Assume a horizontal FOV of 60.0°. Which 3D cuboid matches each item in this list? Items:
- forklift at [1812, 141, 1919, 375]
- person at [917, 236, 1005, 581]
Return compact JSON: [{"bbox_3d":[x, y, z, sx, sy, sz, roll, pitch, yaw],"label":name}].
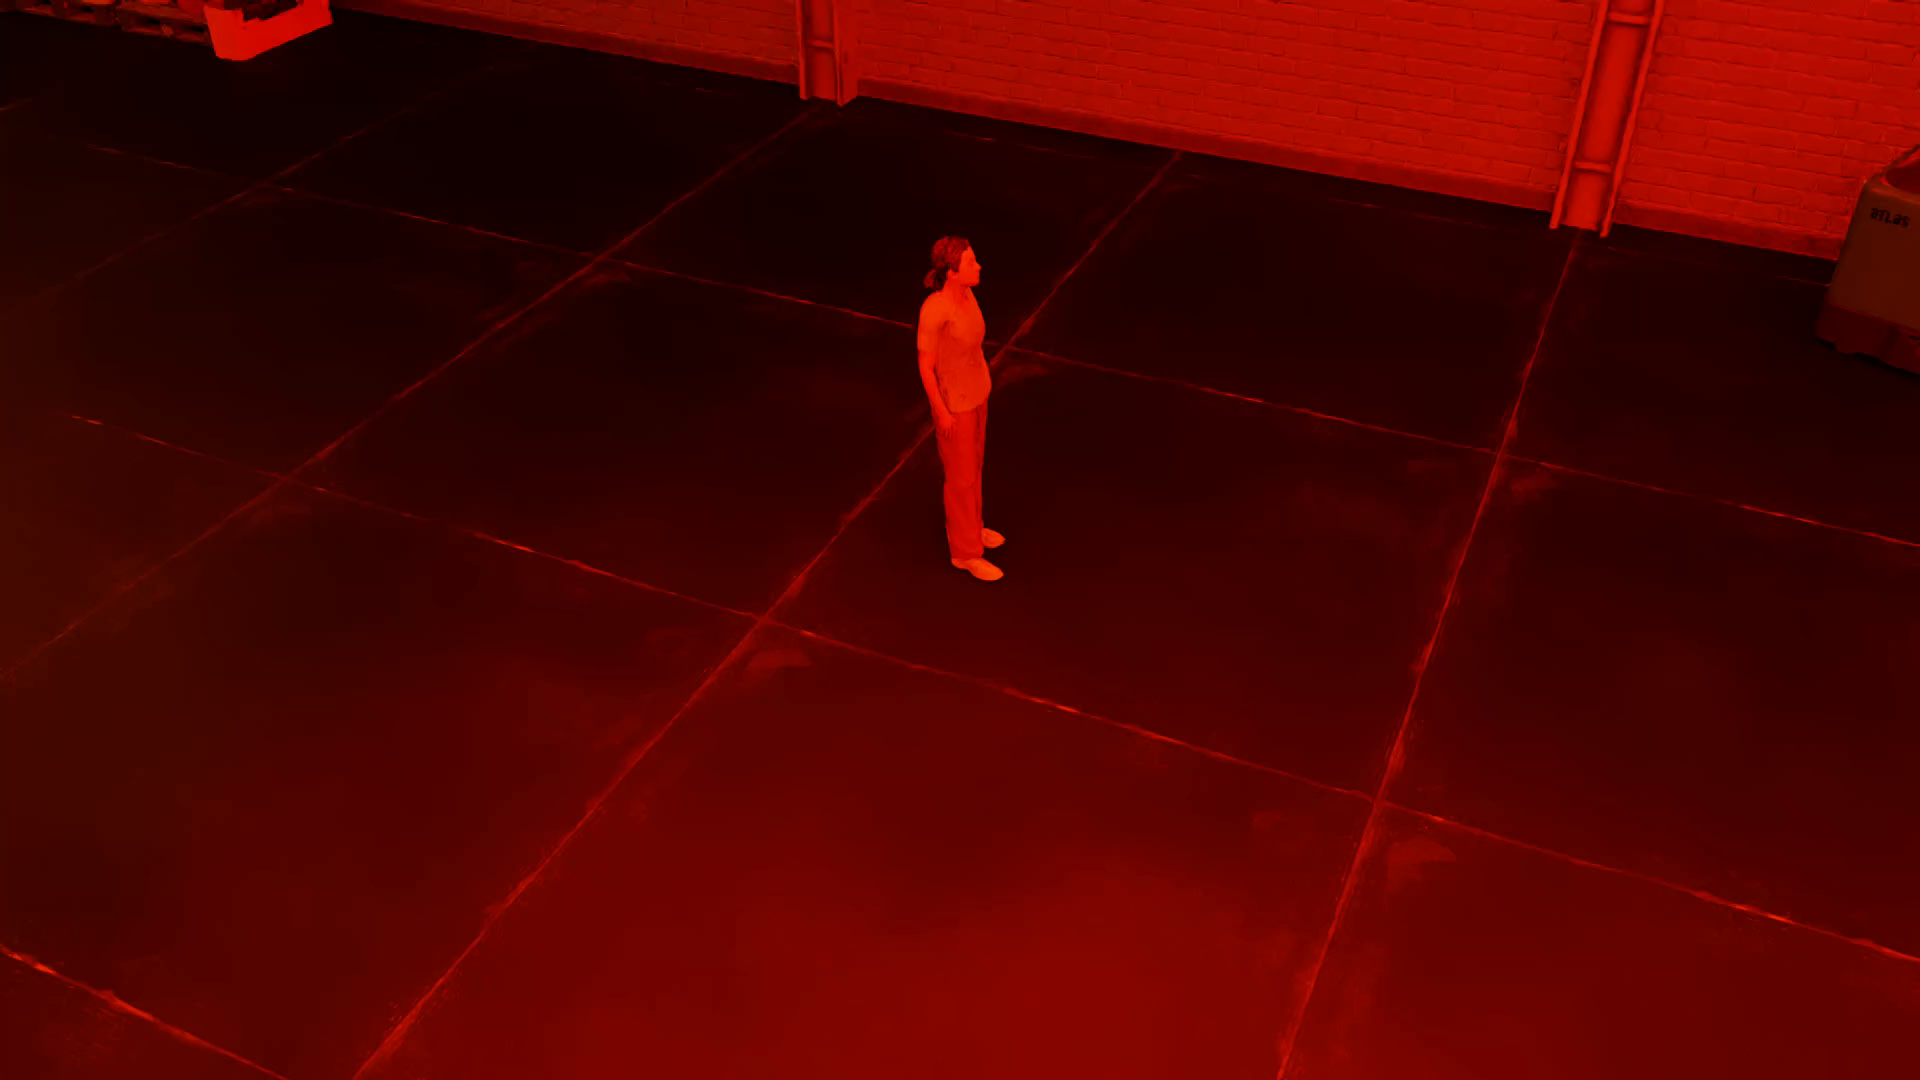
[{"bbox_3d":[6.674,-2.009,8.903,3.031,2.935,1.130,30,45,35],"label":"forklift"},{"bbox_3d":[0.063,-0.665,8.087,0.548,1.674,0.554,15,38,20],"label":"person"}]
